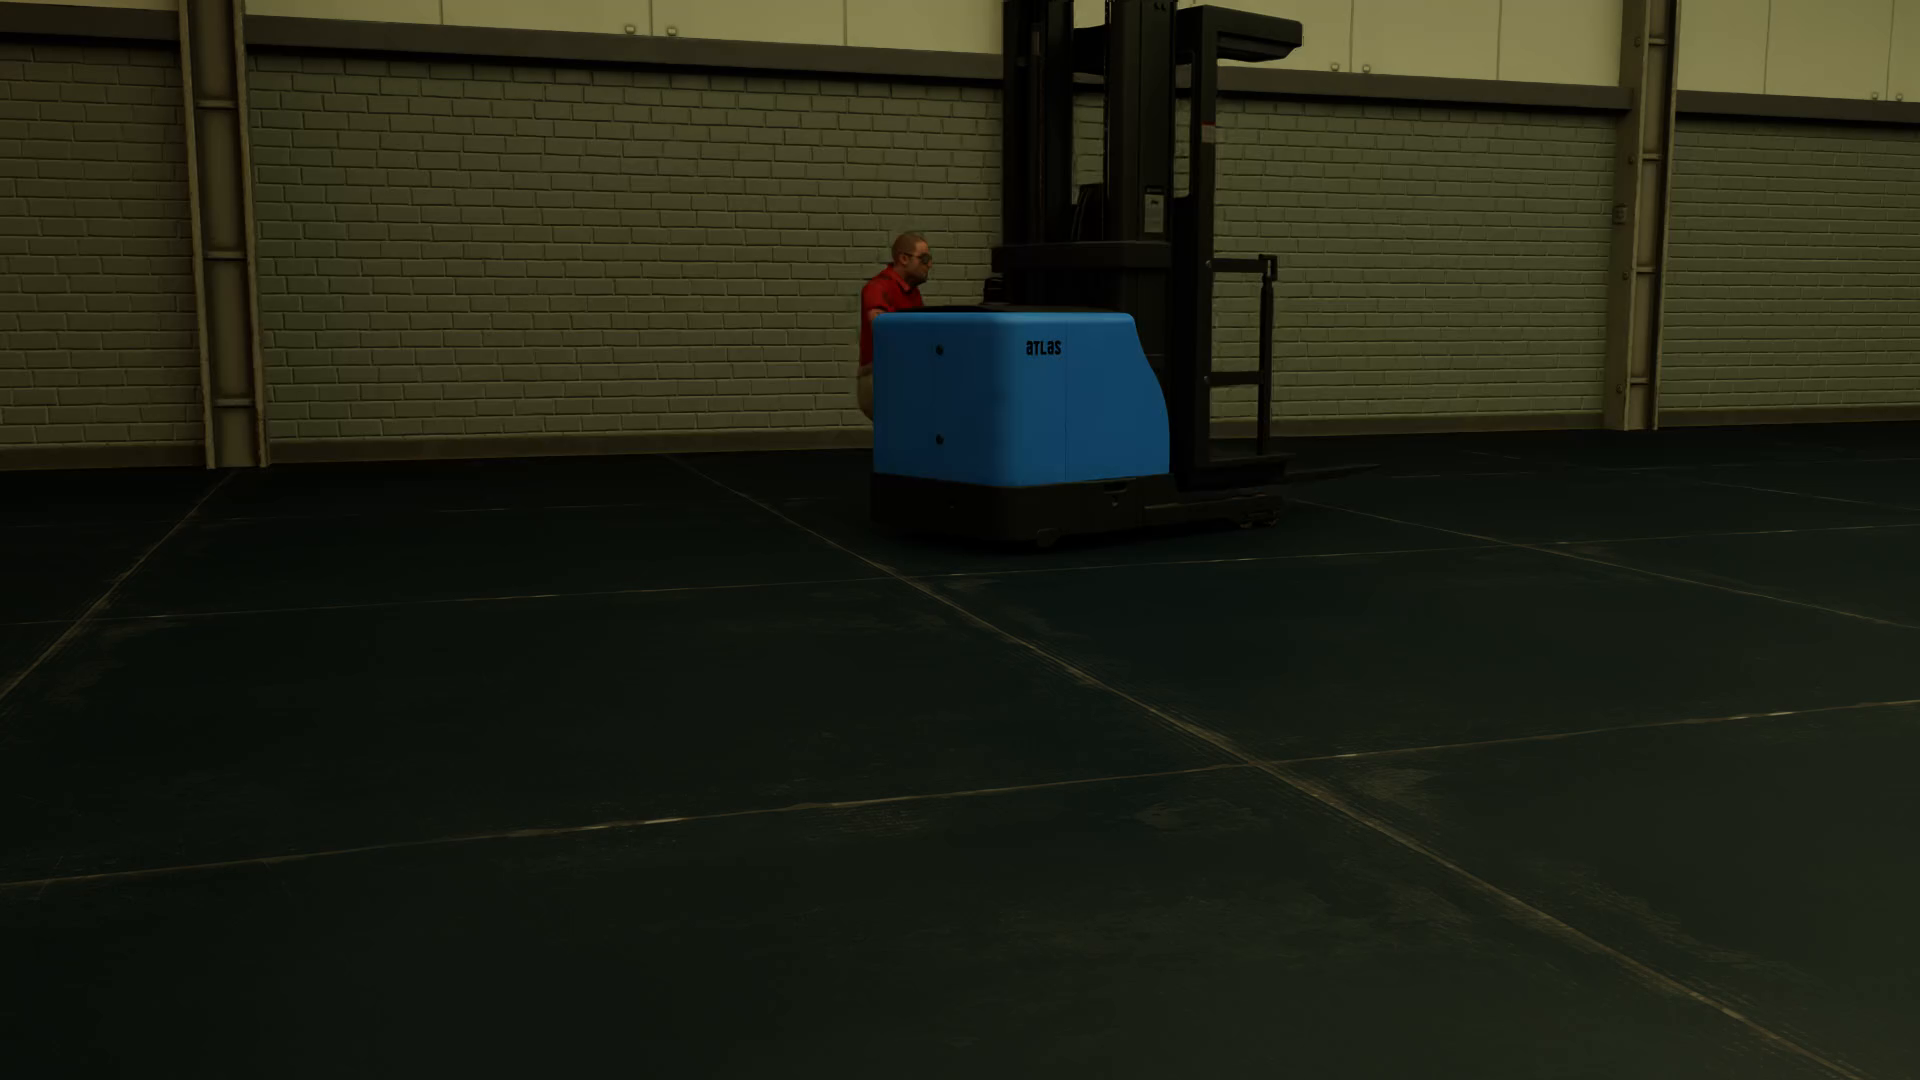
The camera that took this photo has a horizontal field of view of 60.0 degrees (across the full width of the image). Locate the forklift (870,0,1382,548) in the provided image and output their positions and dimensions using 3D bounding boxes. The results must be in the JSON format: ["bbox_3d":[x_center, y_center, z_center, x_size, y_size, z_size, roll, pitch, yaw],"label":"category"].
[{"bbox_3d":[1.015,-1.555,8.482,3.031,2.935,1.130,-7,10,-40],"label":"forklift"}]

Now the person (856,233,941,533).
[{"bbox_3d":[-0.102,-0.799,8.505,0.842,1.525,0.819,1,8,11],"label":"person"}]
